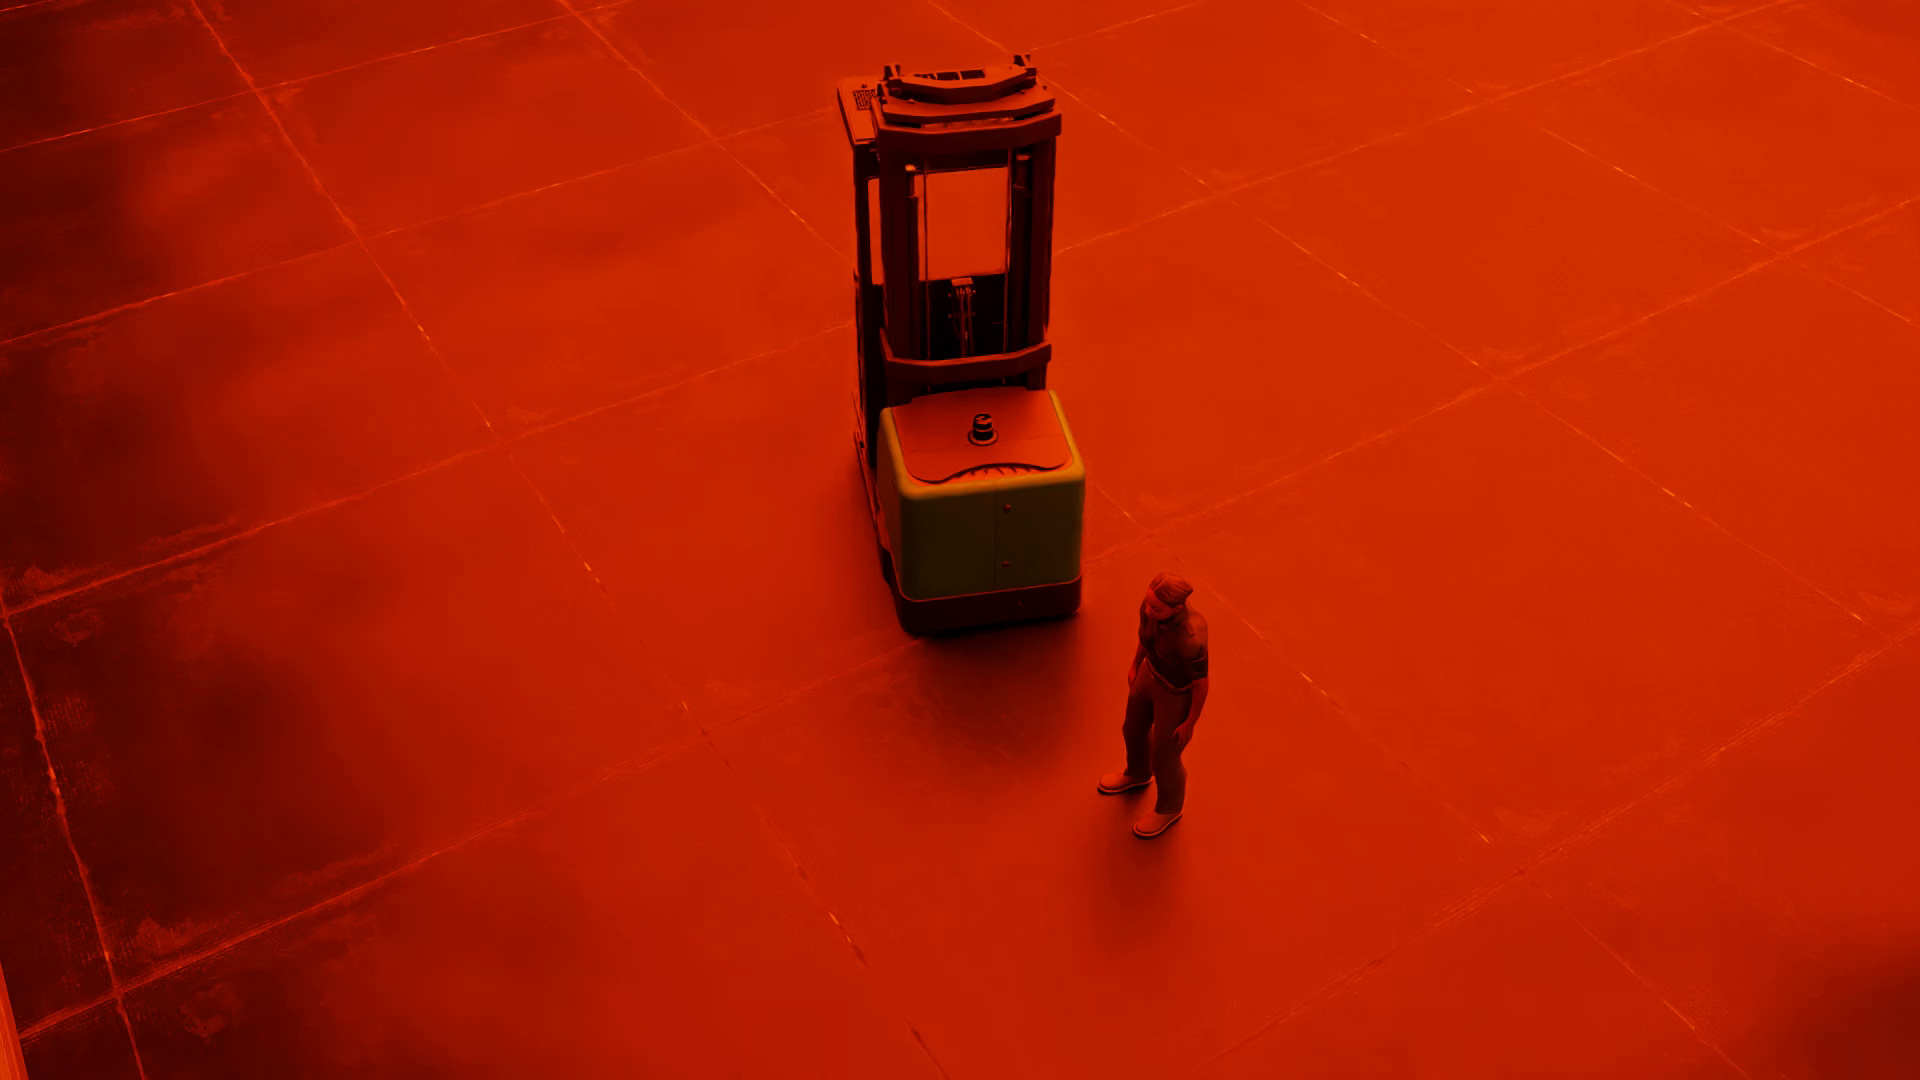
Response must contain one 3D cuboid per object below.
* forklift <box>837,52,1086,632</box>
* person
[{"bbox_3d":[-0.073,-1.558,9.653,1.130,2.935,3.031,-7,42,-8],"label":"forklift"},{"bbox_3d":[0.970,0.738,7.999,0.349,1.653,0.520,-20,45,-22],"label":"person"}]
